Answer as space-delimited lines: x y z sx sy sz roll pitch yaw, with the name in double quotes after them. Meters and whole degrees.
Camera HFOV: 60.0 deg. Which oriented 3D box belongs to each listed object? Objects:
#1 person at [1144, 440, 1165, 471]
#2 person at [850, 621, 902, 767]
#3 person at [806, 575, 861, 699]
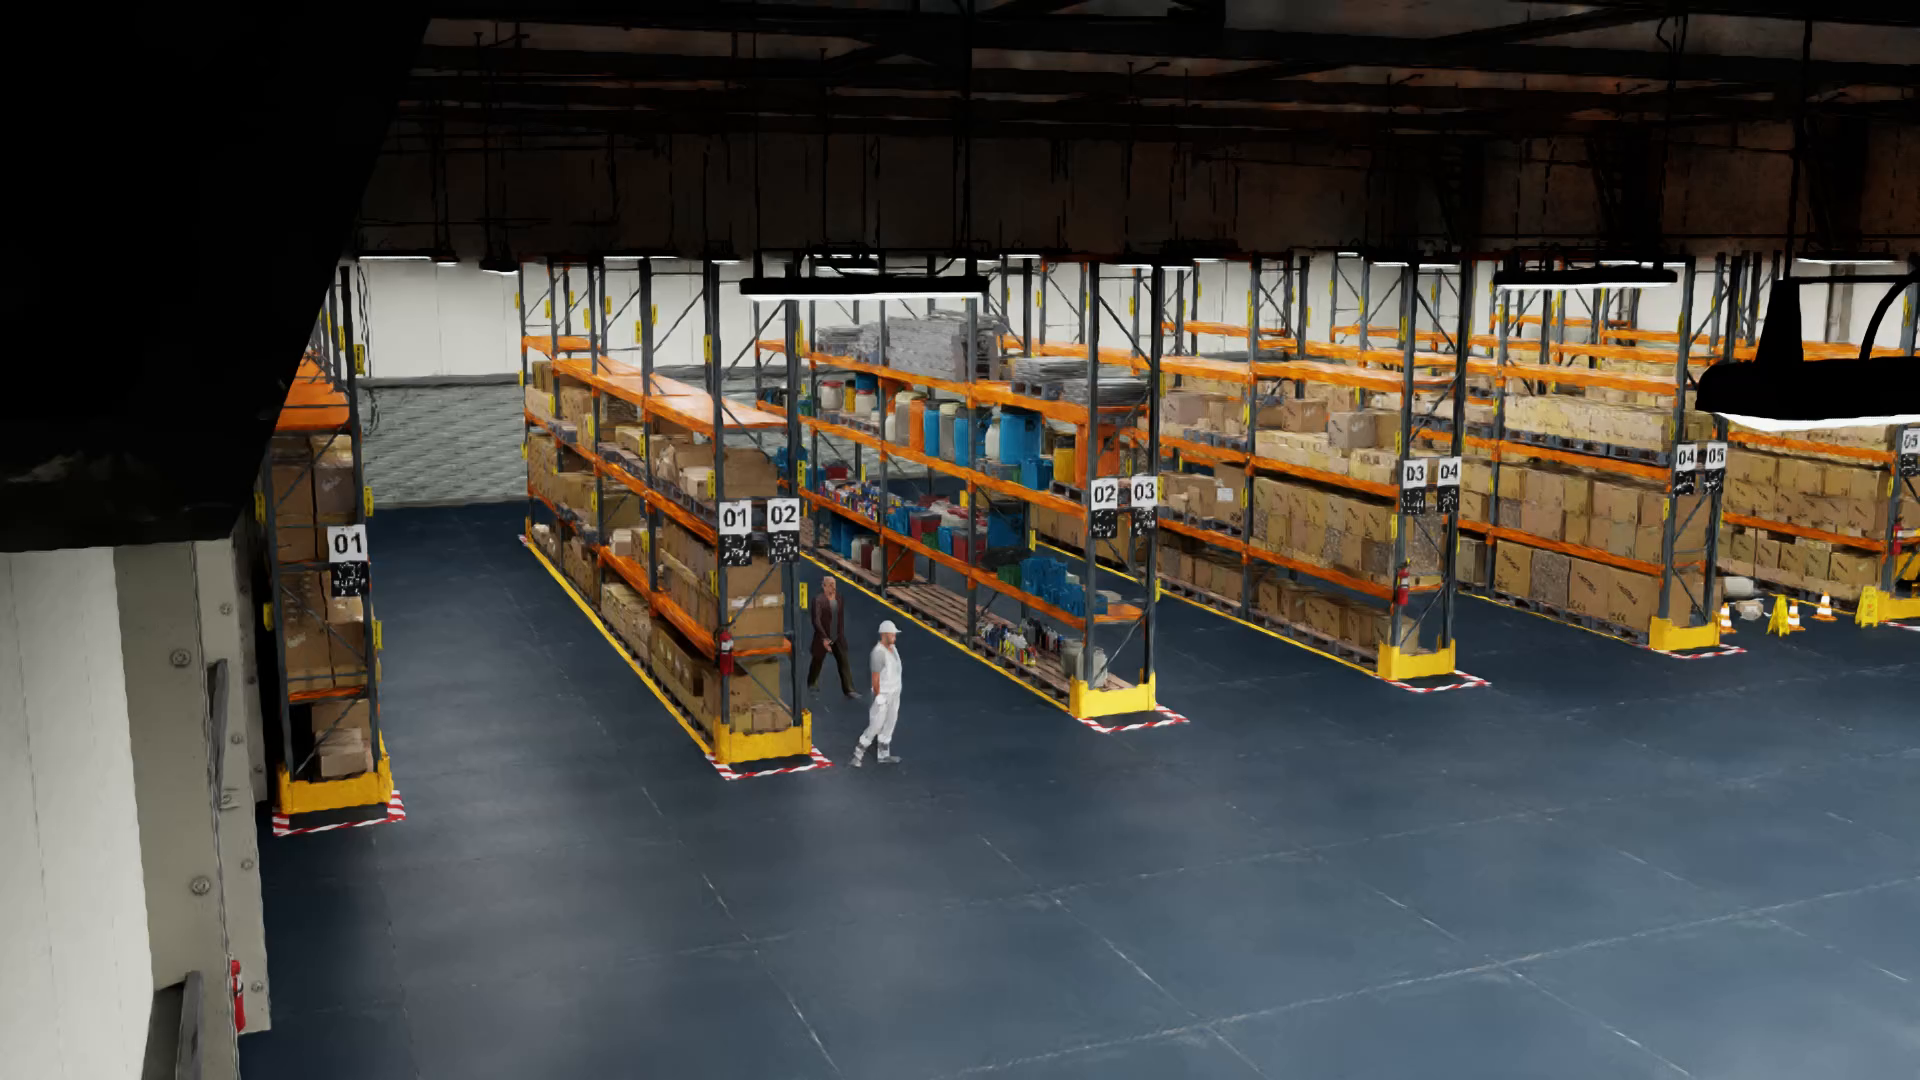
5.239 -2.641 44.687 0.584 1.711 0.952 1 10 5 "person"
-1.001 1.860 19.969 0.517 1.775 0.731 5 12 26 "person"
-1.799 1.330 22.914 0.577 1.716 1.103 -6 12 -31 "person"
